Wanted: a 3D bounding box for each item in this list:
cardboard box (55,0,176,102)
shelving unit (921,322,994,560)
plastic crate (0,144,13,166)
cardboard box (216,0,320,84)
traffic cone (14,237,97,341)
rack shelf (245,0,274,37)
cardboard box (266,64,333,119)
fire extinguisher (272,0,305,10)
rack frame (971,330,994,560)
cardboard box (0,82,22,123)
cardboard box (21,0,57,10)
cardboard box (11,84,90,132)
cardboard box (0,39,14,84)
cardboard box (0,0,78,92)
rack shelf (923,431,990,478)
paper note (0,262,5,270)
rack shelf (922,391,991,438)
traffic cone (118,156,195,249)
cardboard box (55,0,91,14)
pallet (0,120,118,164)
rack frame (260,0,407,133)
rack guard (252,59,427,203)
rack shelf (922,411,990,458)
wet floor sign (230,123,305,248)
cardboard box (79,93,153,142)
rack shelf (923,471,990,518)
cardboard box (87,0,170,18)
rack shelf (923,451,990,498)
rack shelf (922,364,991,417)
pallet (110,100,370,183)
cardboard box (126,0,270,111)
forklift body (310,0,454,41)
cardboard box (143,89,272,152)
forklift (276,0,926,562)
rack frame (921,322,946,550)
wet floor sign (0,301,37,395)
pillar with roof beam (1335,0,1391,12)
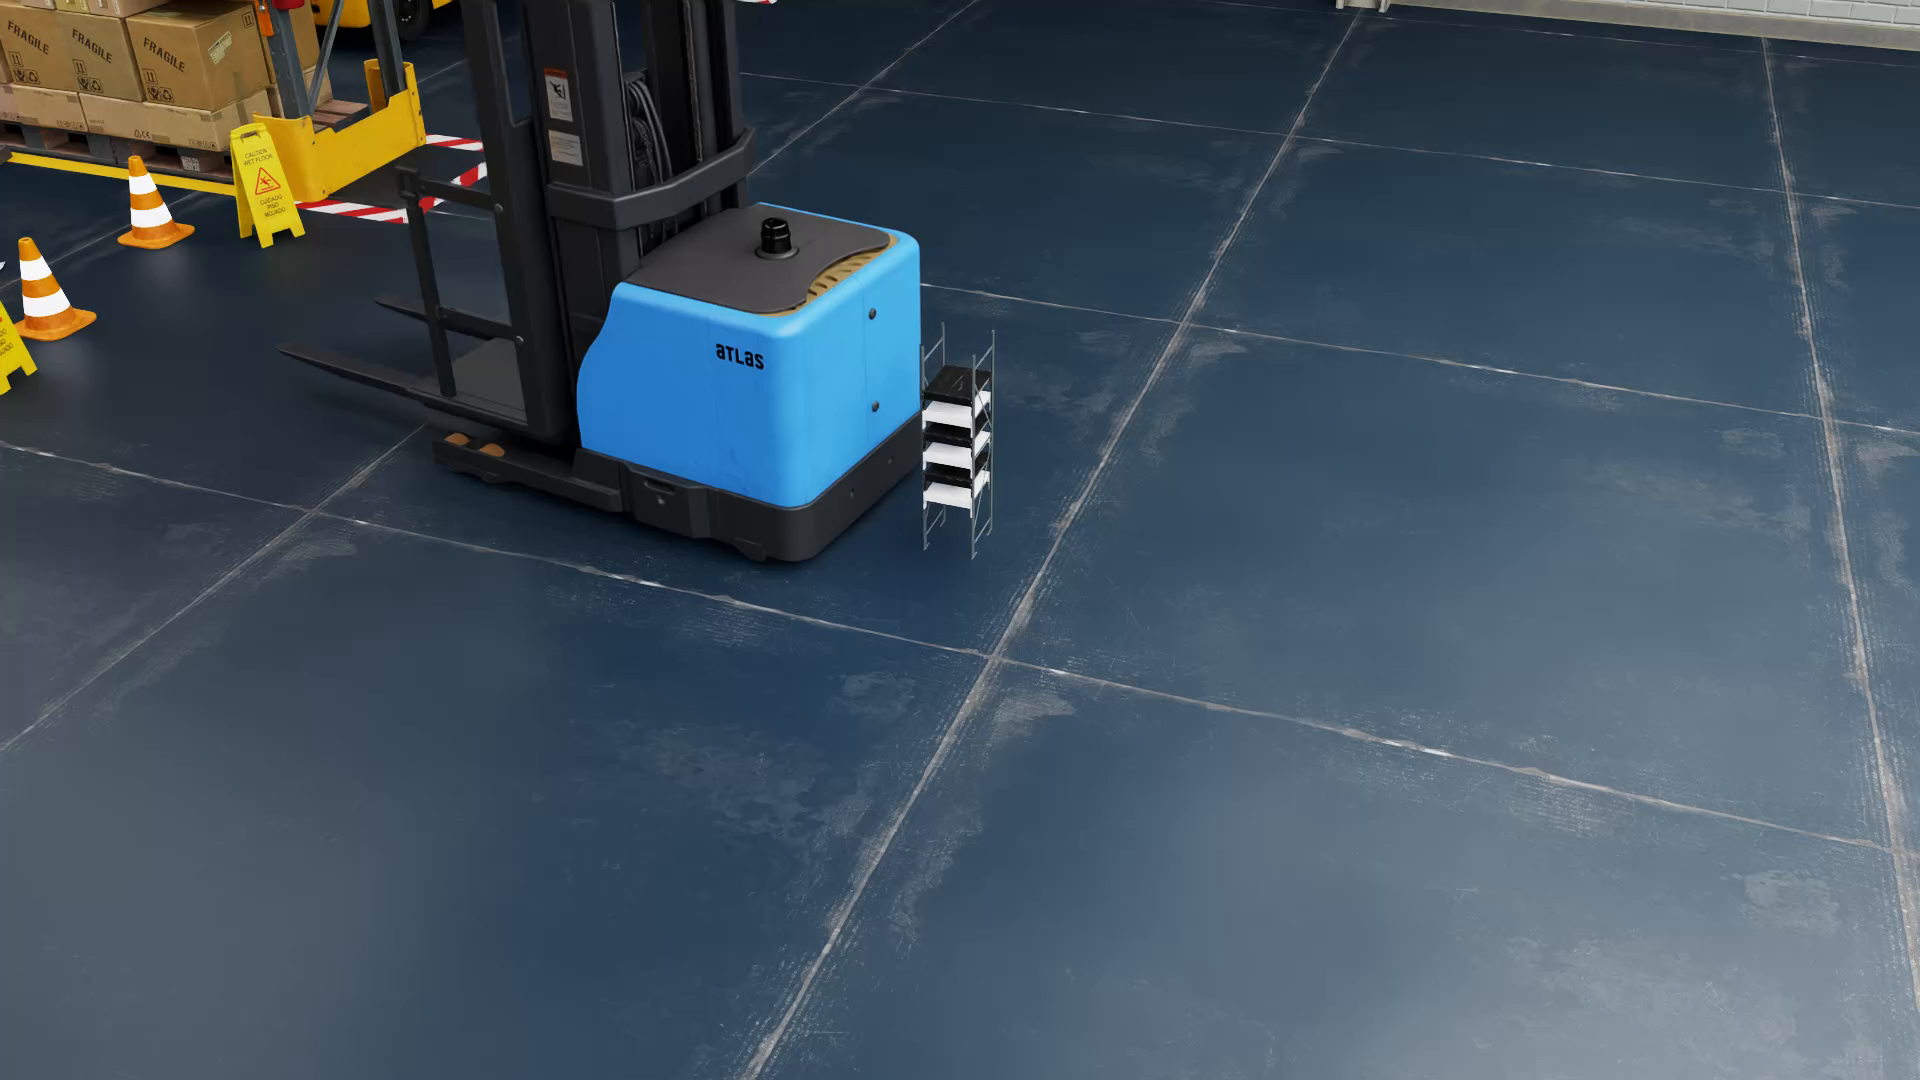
[{"bbox_3d":[-5.042,-3.005,10.095,0.500,0.500,0.500,12,35,18],"label":"cardboard box"},{"bbox_3d":[-0.008,-0.380,6.508,0.210,0.900,0.258,11,34,16],"label":"shelving unit"},{"bbox_3d":[-6.271,-2.361,10.333,0.583,0.080,0.402,0,33,0],"label":"plastic crate"},{"bbox_3d":[-4.396,-3.191,10.383,0.500,0.500,0.500,10,34,15],"label":"cardboard box"},{"bbox_3d":[-4.601,-1.287,8.316,0.334,0.463,0.336,11,34,16],"label":"traffic cone"},{"bbox_3d":[-5.590,-3.625,10.263,4.000,0.370,1.077,11,34,16],"label":"rack shelf"},{"bbox_3d":[-4.373,-2.871,10.580,0.500,0.250,0.500,11,34,16],"label":"cardboard box"},{"bbox_3d":[-3.755,-3.273,9.125,0.183,0.674,0.296,11,34,16],"label":"fire extinguisher"},{"bbox_3d":[0.088,-0.361,6.479,0.006,0.900,0.240,11,34,16],"label":"rack frame"},{"bbox_3d":[-6.002,-2.881,10.595,0.500,0.250,0.500,11,34,16],"label":"cardboard box"},{"bbox_3d":[-5.400,-3.313,9.975,0.250,0.149,0.380,12,35,19],"label":"cardboard box"},{"bbox_3d":[-5.538,-2.785,10.446,0.500,0.250,0.500,10,34,15],"label":"cardboard box"},{"bbox_3d":[-6.013,-3.196,10.391,0.500,0.500,0.500,13,35,19],"label":"cardboard box"},{"bbox_3d":[-5.514,-3.101,10.244,0.500,0.500,0.500,10,34,15],"label":"cardboard box"},{"bbox_3d":[-0.008,-0.352,6.526,0.200,0.077,0.258,11,34,16],"label":"rack shelf"},{"bbox_3d":[-5.268,-1.471,9.000,0.142,0.019,0.148,0,33,0],"label":"paper note"},{"bbox_3d":[-0.008,-0.503,6.429,0.200,0.077,0.258,11,34,16],"label":"rack shelf"},{"bbox_3d":[-4.547,-1.916,9.290,0.334,0.463,0.336,11,34,16],"label":"traffic cone"},{"bbox_3d":[-5.153,-3.264,9.899,0.250,0.149,0.380,12,35,17],"label":"cardboard box"},{"bbox_3d":[-5.676,-2.795,10.884,1.213,0.211,1.003,11,34,16],"label":"pallet"},{"bbox_3d":[-3.707,-3.561,9.501,0.127,3.000,1.000,11,34,16],"label":"rack frame"},{"bbox_3d":[-3.779,-2.525,10.200,0.348,0.500,1.175,11,34,16],"label":"rack guard"},{"bbox_3d":[-0.008,-0.427,6.477,0.200,0.077,0.258,11,34,16],"label":"rack shelf"},{"bbox_3d":[-3.889,-1.991,9.239,0.232,0.644,0.267,24,40,32],"label":"wet floor sign"},{"bbox_3d":[-5.044,-2.692,10.302,0.500,0.250,0.500,11,34,17],"label":"cardboard box"},{"bbox_3d":[-0.008,-0.200,6.624,0.200,0.077,0.258,11,34,16],"label":"rack shelf"},{"bbox_3d":[-4.917,-3.217,9.825,0.250,0.149,0.380,12,35,18],"label":"cardboard box"},{"bbox_3d":[-0.008,-0.276,6.575,0.200,0.077,0.258,11,34,16],"label":"rack shelf"},{"bbox_3d":[-0.008,-0.578,6.380,0.200,0.077,0.258,11,34,16],"label":"rack shelf"},{"bbox_3d":[-4.531,-2.571,10.537,1.213,0.211,1.003,11,34,16],"label":"pallet"},{"bbox_3d":[-4.549,-2.911,9.950,0.500,0.500,0.500,11,35,17],"label":"cardboard box"},{"bbox_3d":[-4.436,-5.155,12.752,1.214,2.155,2.313,11,34,16],"label":"forklift body"},{"bbox_3d":[-4.581,-2.598,10.156,0.500,0.250,0.500,11,34,16],"label":"cardboard box"},{"bbox_3d":[-1.691,-1.708,6.692,3.031,2.935,1.130,16,36,24],"label":"forklift"},{"bbox_3d":[-0.103,-0.398,6.537,0.006,0.900,0.240,11,34,16],"label":"rack frame"},{"bbox_3d":[-4.587,-1.032,7.753,0.232,0.644,0.267,5,33,8],"label":"wet floor sign"},{"bbox_3d":[1.809,-5.908,7.605,0.400,9.000,9.100,11,34,16],"label":"pillar with roof beam"}]
